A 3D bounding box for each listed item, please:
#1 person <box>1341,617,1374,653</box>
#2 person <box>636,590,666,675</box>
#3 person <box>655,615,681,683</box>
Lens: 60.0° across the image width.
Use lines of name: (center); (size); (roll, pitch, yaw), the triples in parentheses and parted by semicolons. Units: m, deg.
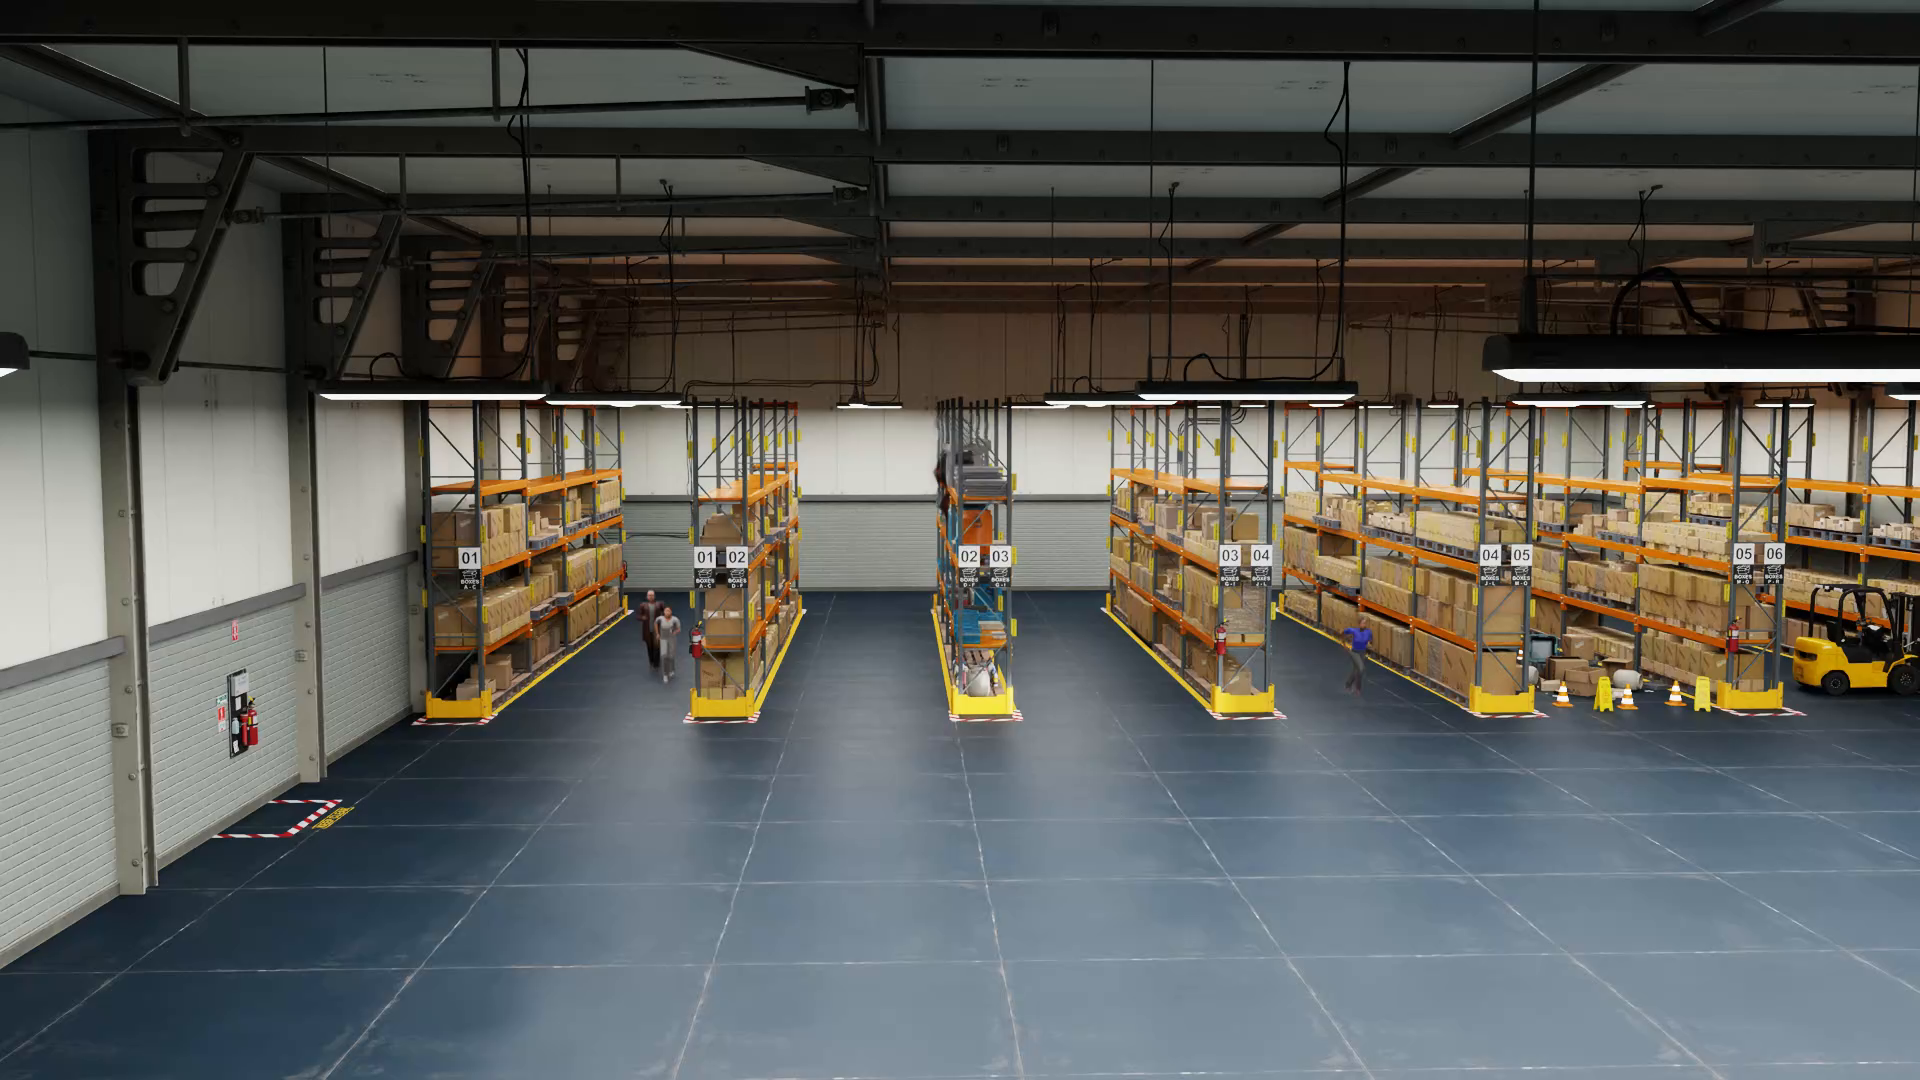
person: (8.005, 1.907, 33.191); (0.568, 0.736, 0.628); (-2, 5, -19)
person: (-6.761, 2.021, 36.495); (0.689, 1.851, 0.880); (0, 4, -5)
person: (-6.218, 2.293, 35.473); (0.543, 1.431, 0.846); (-1, 4, -9)
